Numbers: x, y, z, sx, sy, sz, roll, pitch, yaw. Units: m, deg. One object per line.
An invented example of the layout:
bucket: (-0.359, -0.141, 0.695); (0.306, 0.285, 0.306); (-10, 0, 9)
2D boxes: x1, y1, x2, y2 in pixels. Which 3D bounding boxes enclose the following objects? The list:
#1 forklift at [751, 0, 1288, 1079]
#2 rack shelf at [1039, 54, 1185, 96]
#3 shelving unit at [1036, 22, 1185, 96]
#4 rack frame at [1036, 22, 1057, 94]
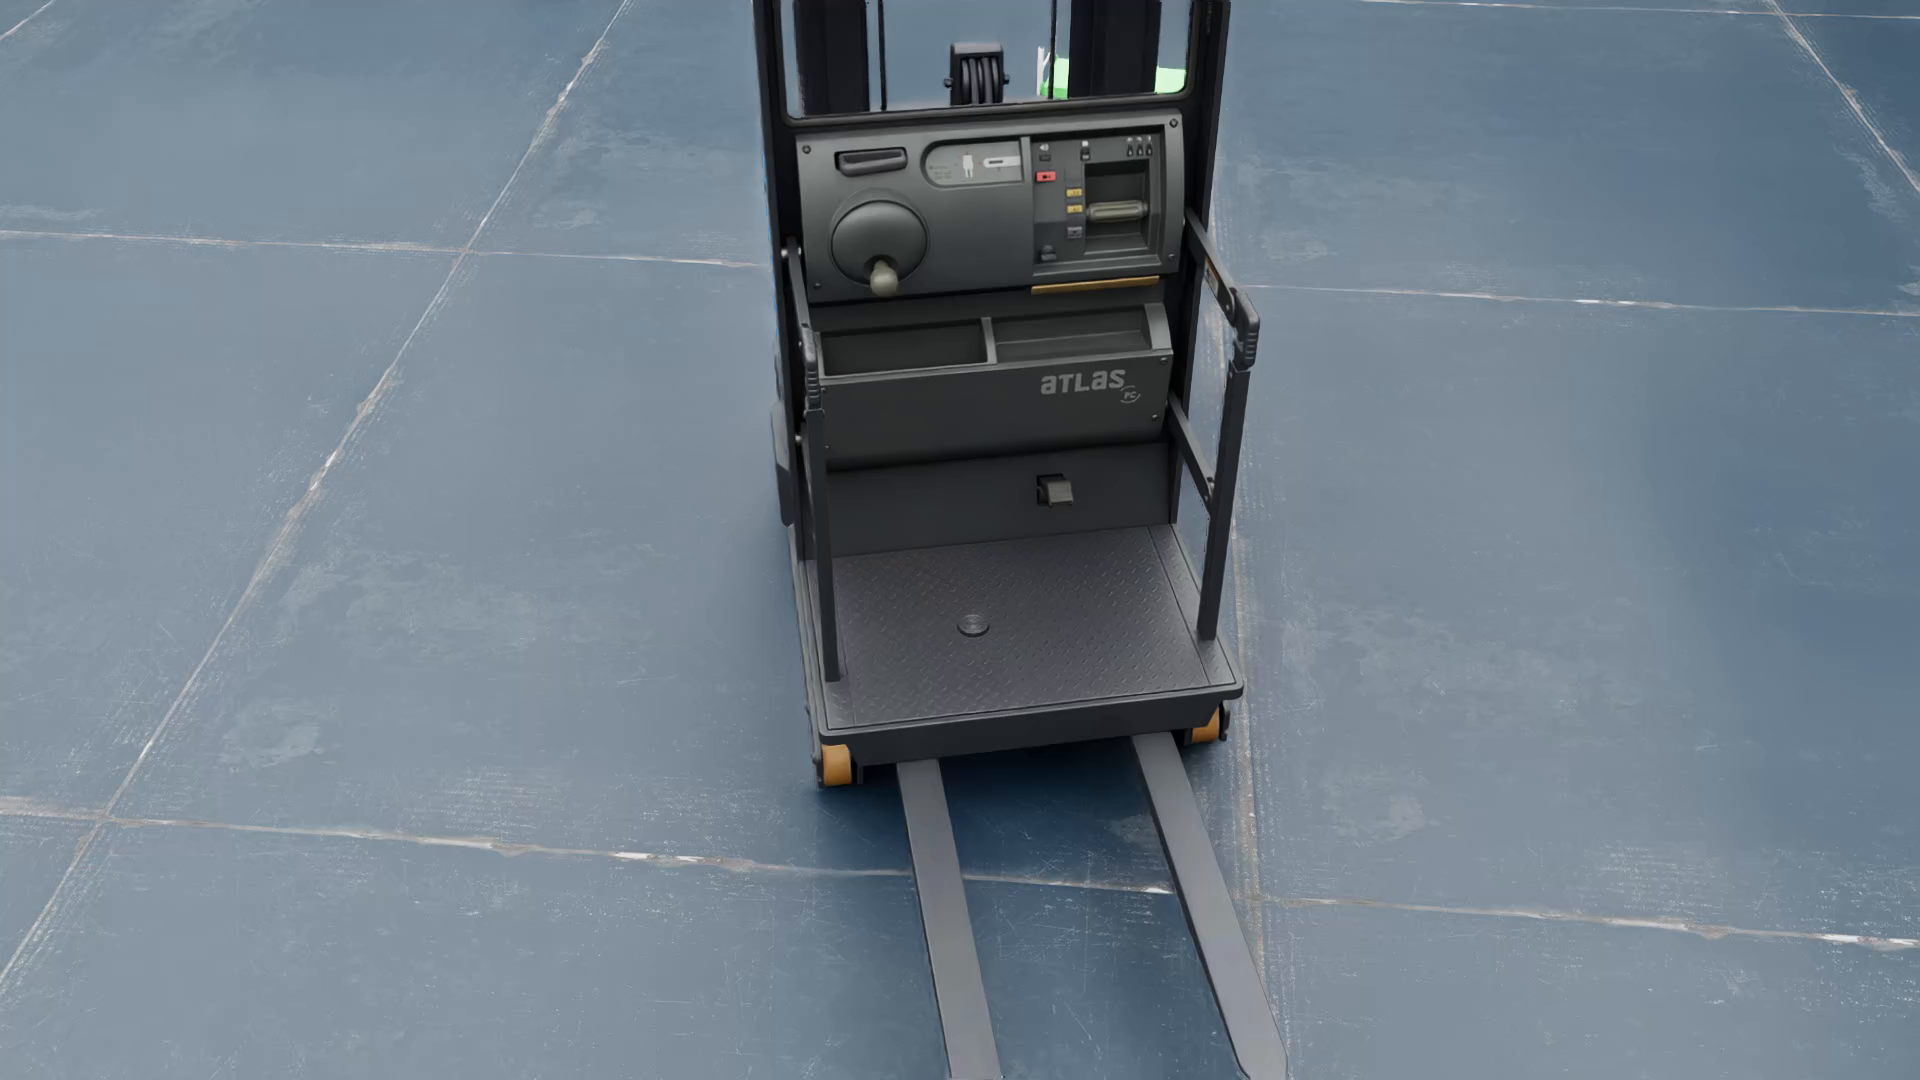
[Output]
forklift: (0.117, -0.727, 3.821); (1.130, 2.935, 3.031); (-6, 39, -7)
rack shelf: (0.516, -1.440, 5.406); (0.480, 0.148, 0.258); (9, 39, 11)
shelving unit: (0.514, -1.112, 5.661); (0.503, 1.200, 0.258); (9, 39, 11)
rack frame: (0.277, -1.149, 5.706); (0.015, 1.200, 0.240); (9, 39, 11)
